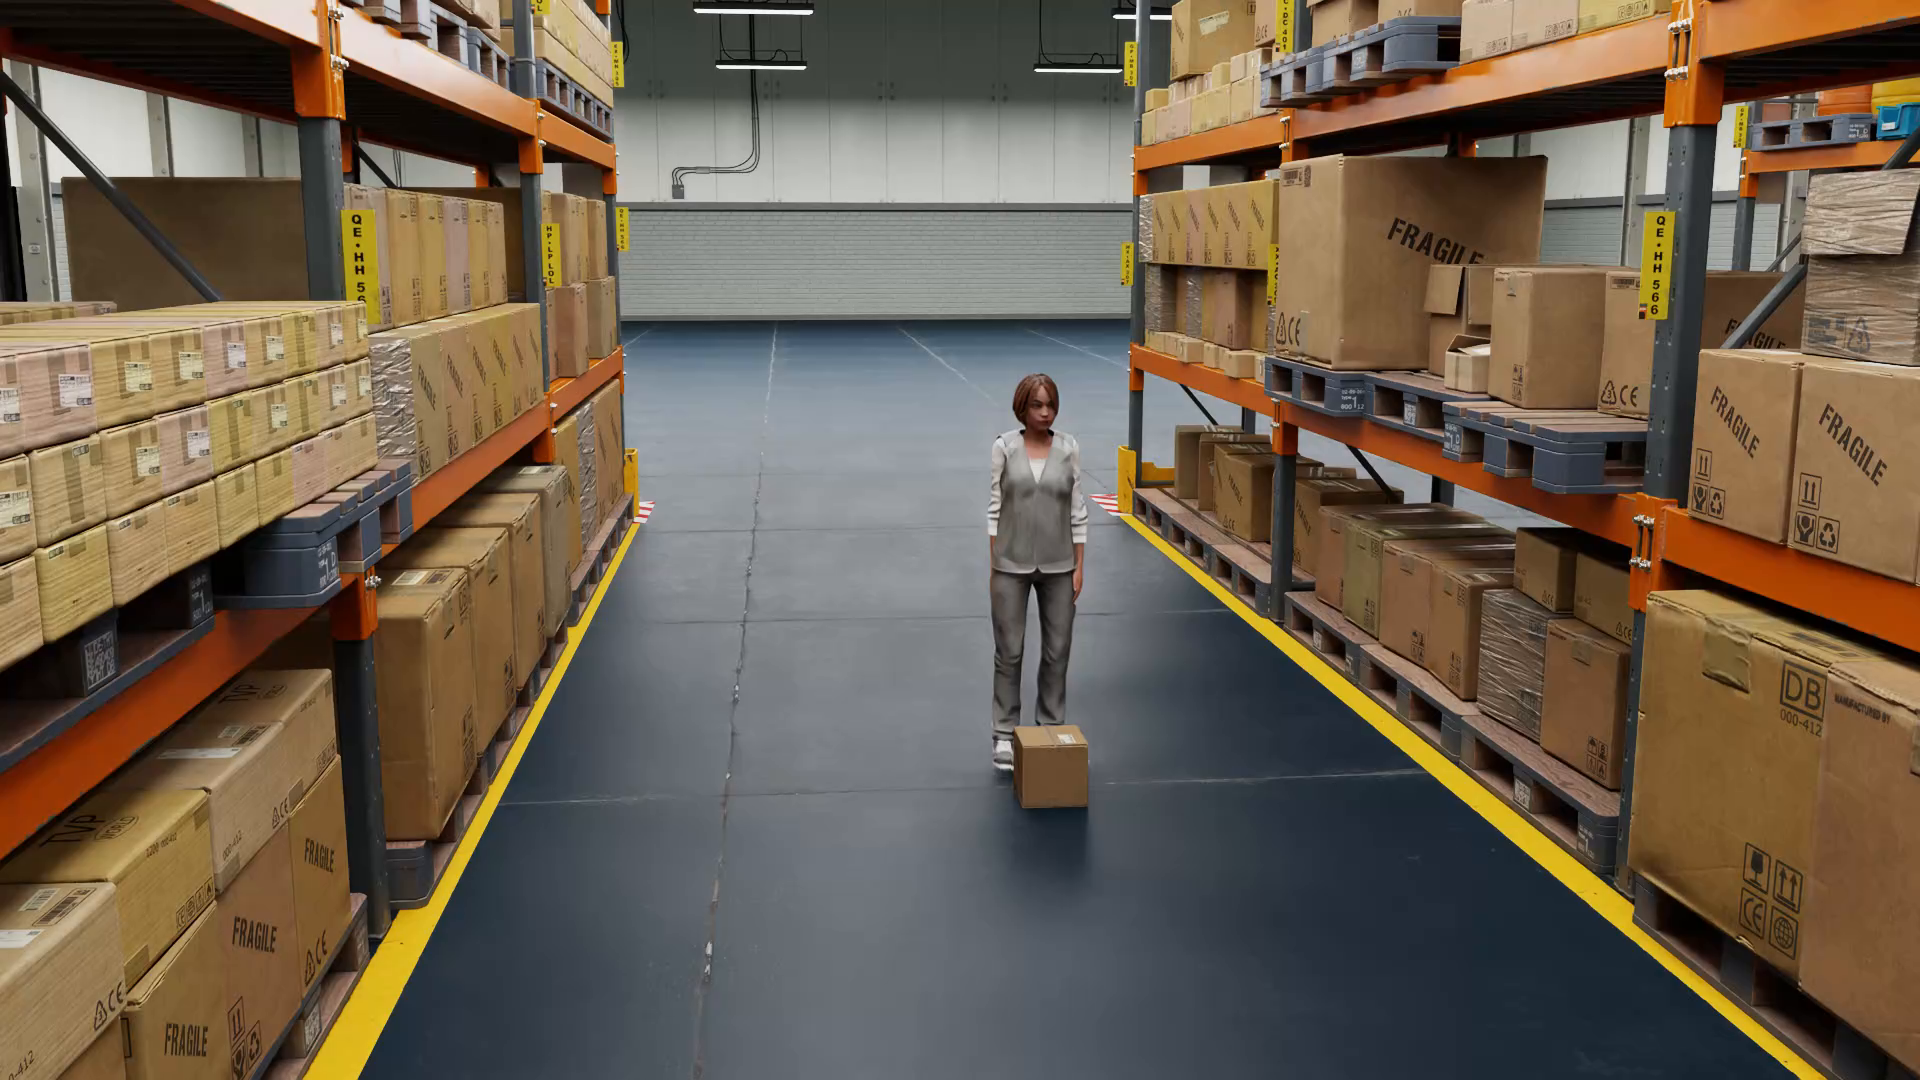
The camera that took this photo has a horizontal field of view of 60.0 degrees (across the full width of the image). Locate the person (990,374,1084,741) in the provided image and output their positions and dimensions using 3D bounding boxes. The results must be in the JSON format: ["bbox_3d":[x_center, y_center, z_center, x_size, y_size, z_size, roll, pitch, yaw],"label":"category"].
[{"bbox_3d":[0.313,0.093,6.726,0.386,1.530,0.299,-1,10,-5],"label":"person"}]
